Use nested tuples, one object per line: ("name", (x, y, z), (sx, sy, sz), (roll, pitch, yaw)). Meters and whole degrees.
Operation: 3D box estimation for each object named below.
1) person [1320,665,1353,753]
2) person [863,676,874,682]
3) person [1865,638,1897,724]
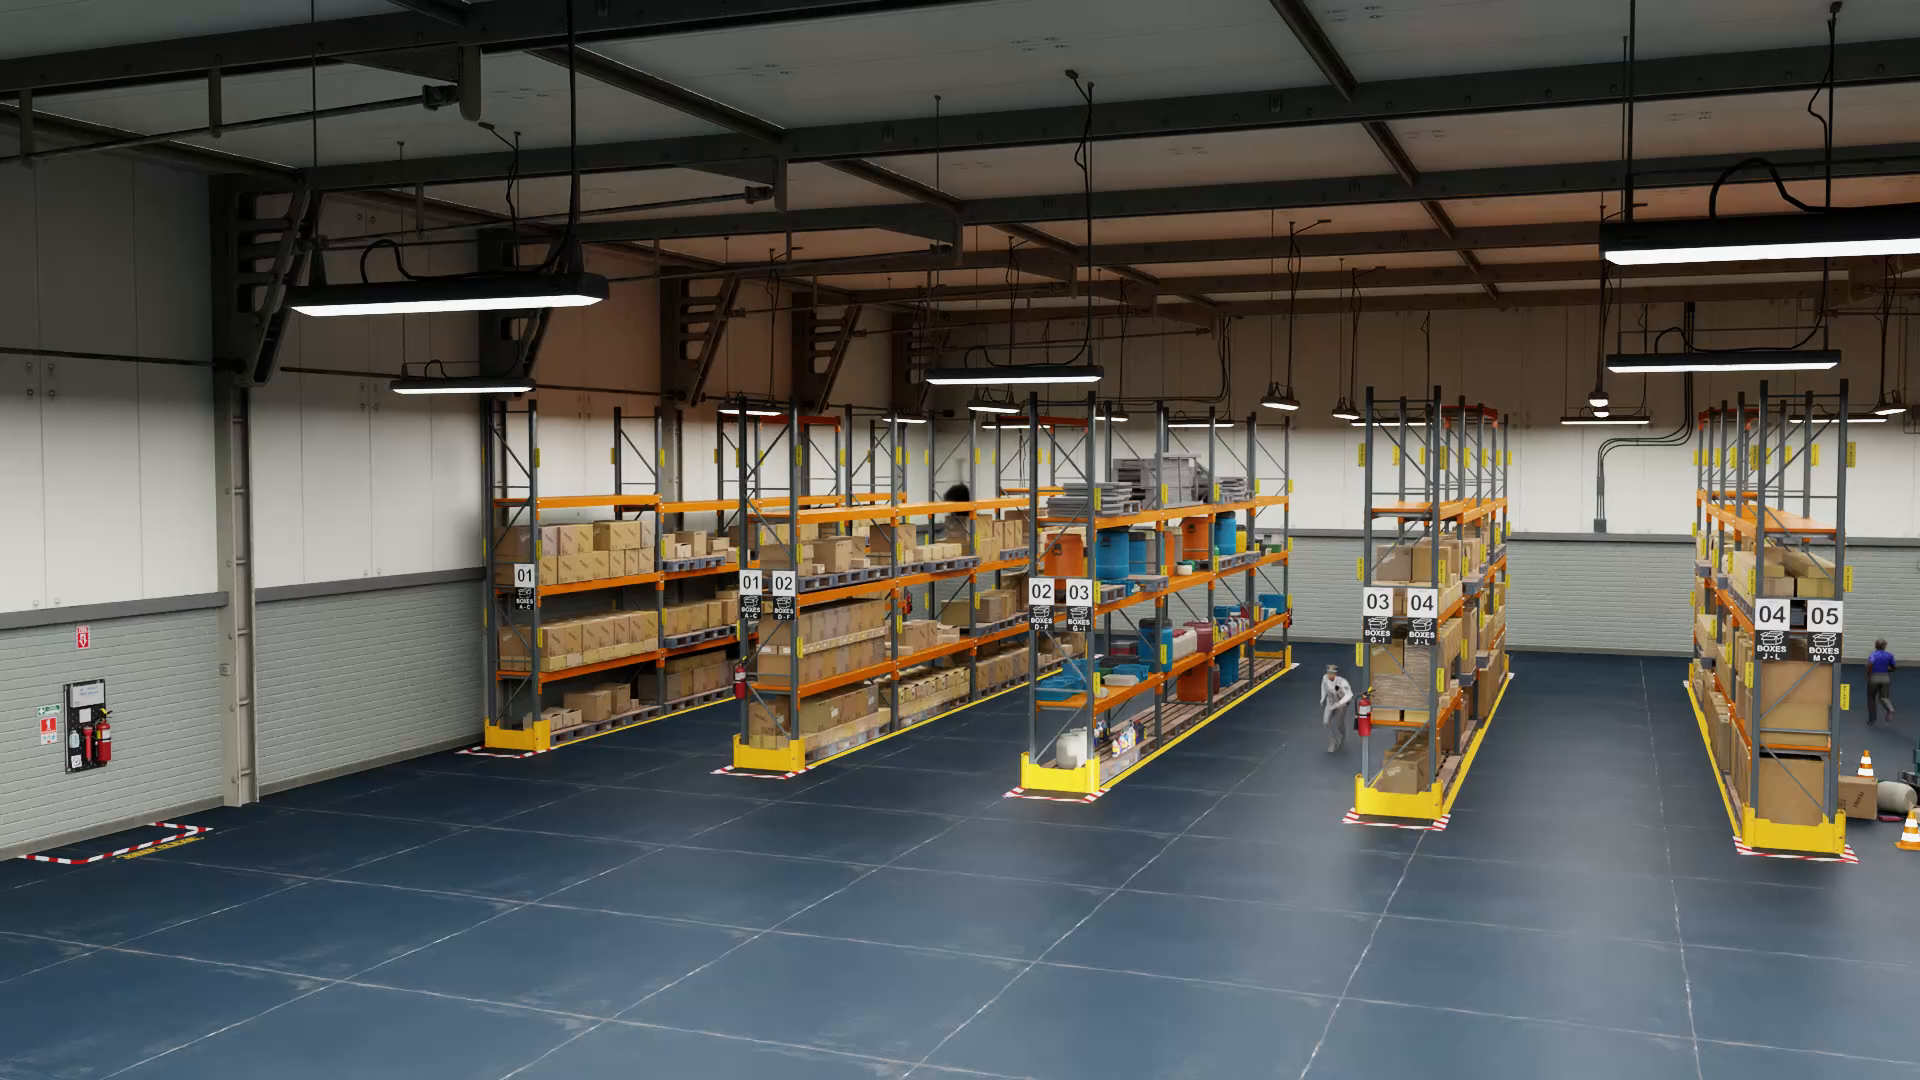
("person", (6.510, 2.847, 28.528), (0.606, 1.506, 1.048), (2, 3, 31))
("person", (-2.006, 2.517, 35.356), (0.524, 1.496, 0.711), (0, 3, 7))
("person", (17.164, 2.659, 31.004), (0.572, 1.647, 0.850), (0, 3, 8))
